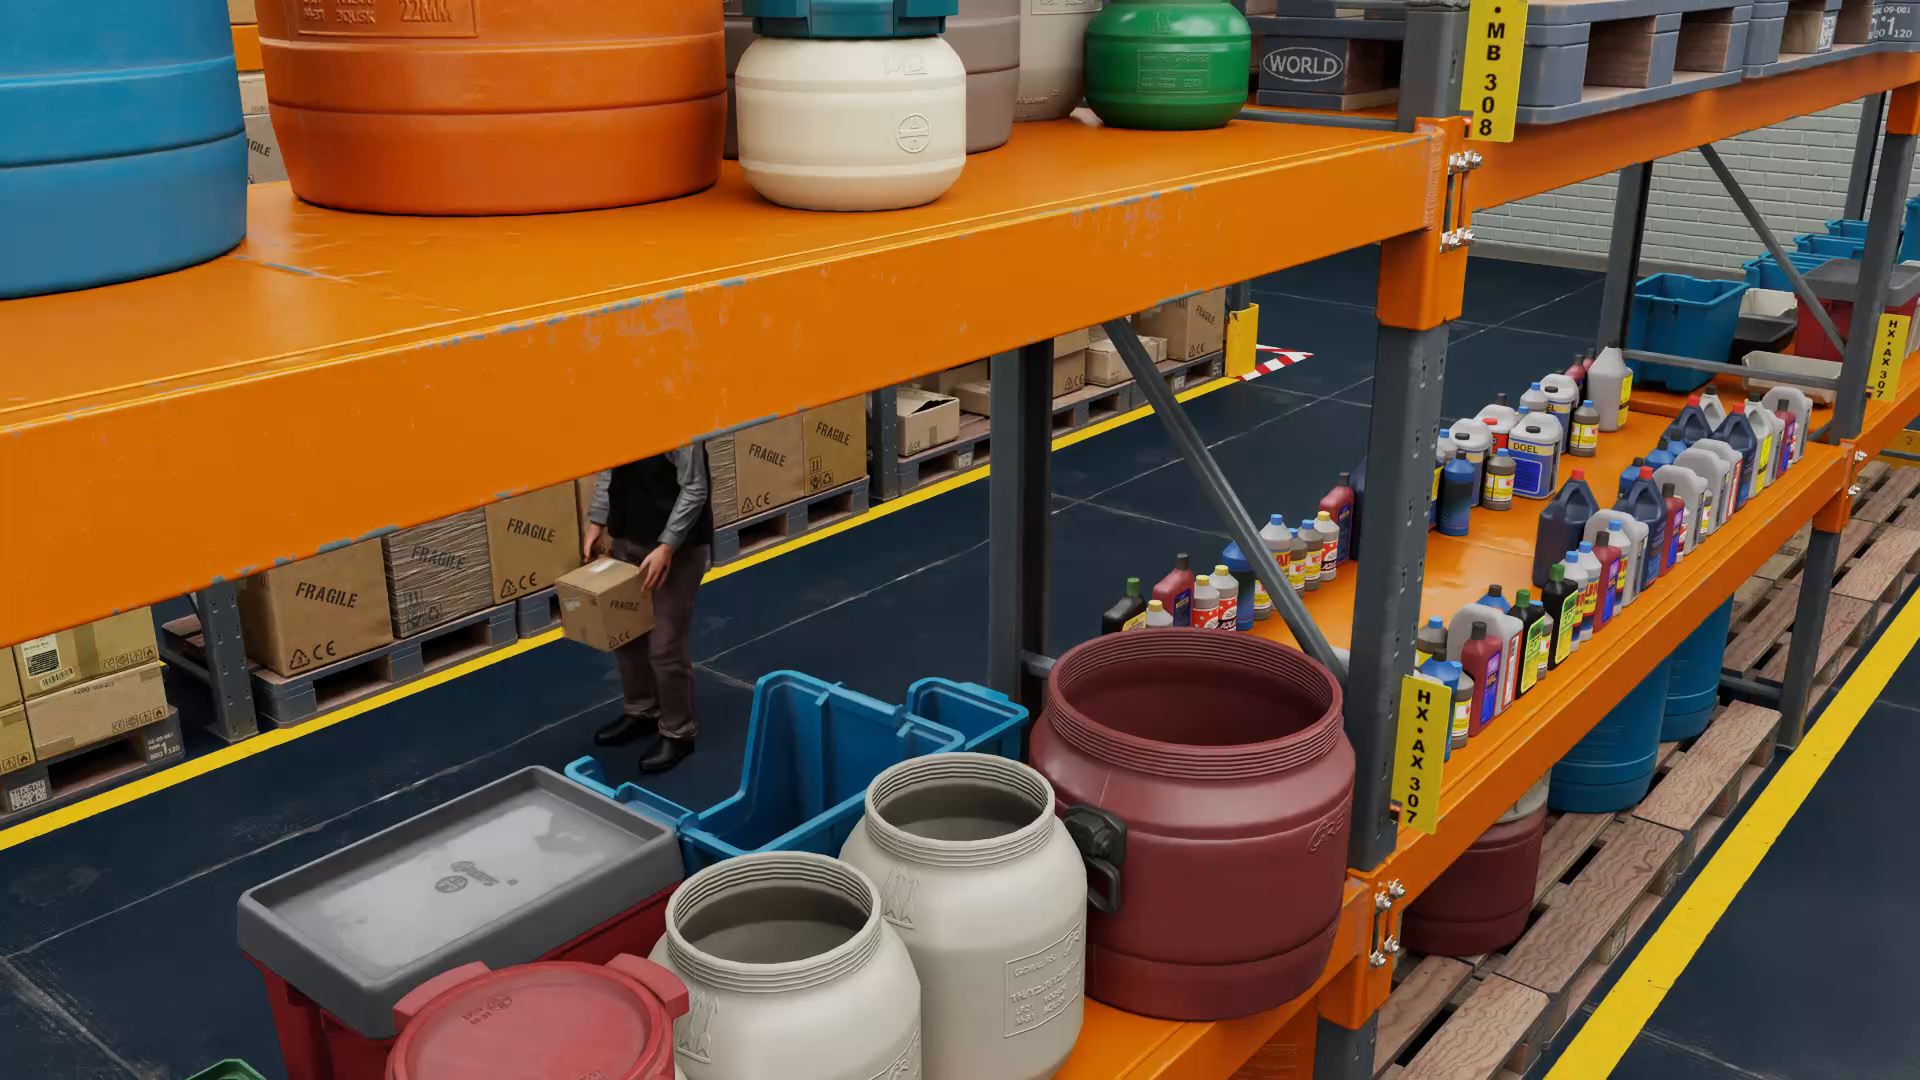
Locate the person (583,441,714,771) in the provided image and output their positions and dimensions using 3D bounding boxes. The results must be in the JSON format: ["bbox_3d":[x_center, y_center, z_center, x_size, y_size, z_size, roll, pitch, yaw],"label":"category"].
[{"bbox_3d":[-1.207,0.030,6.518,0.551,1.727,0.470,15,25,35],"label":"person"}]
